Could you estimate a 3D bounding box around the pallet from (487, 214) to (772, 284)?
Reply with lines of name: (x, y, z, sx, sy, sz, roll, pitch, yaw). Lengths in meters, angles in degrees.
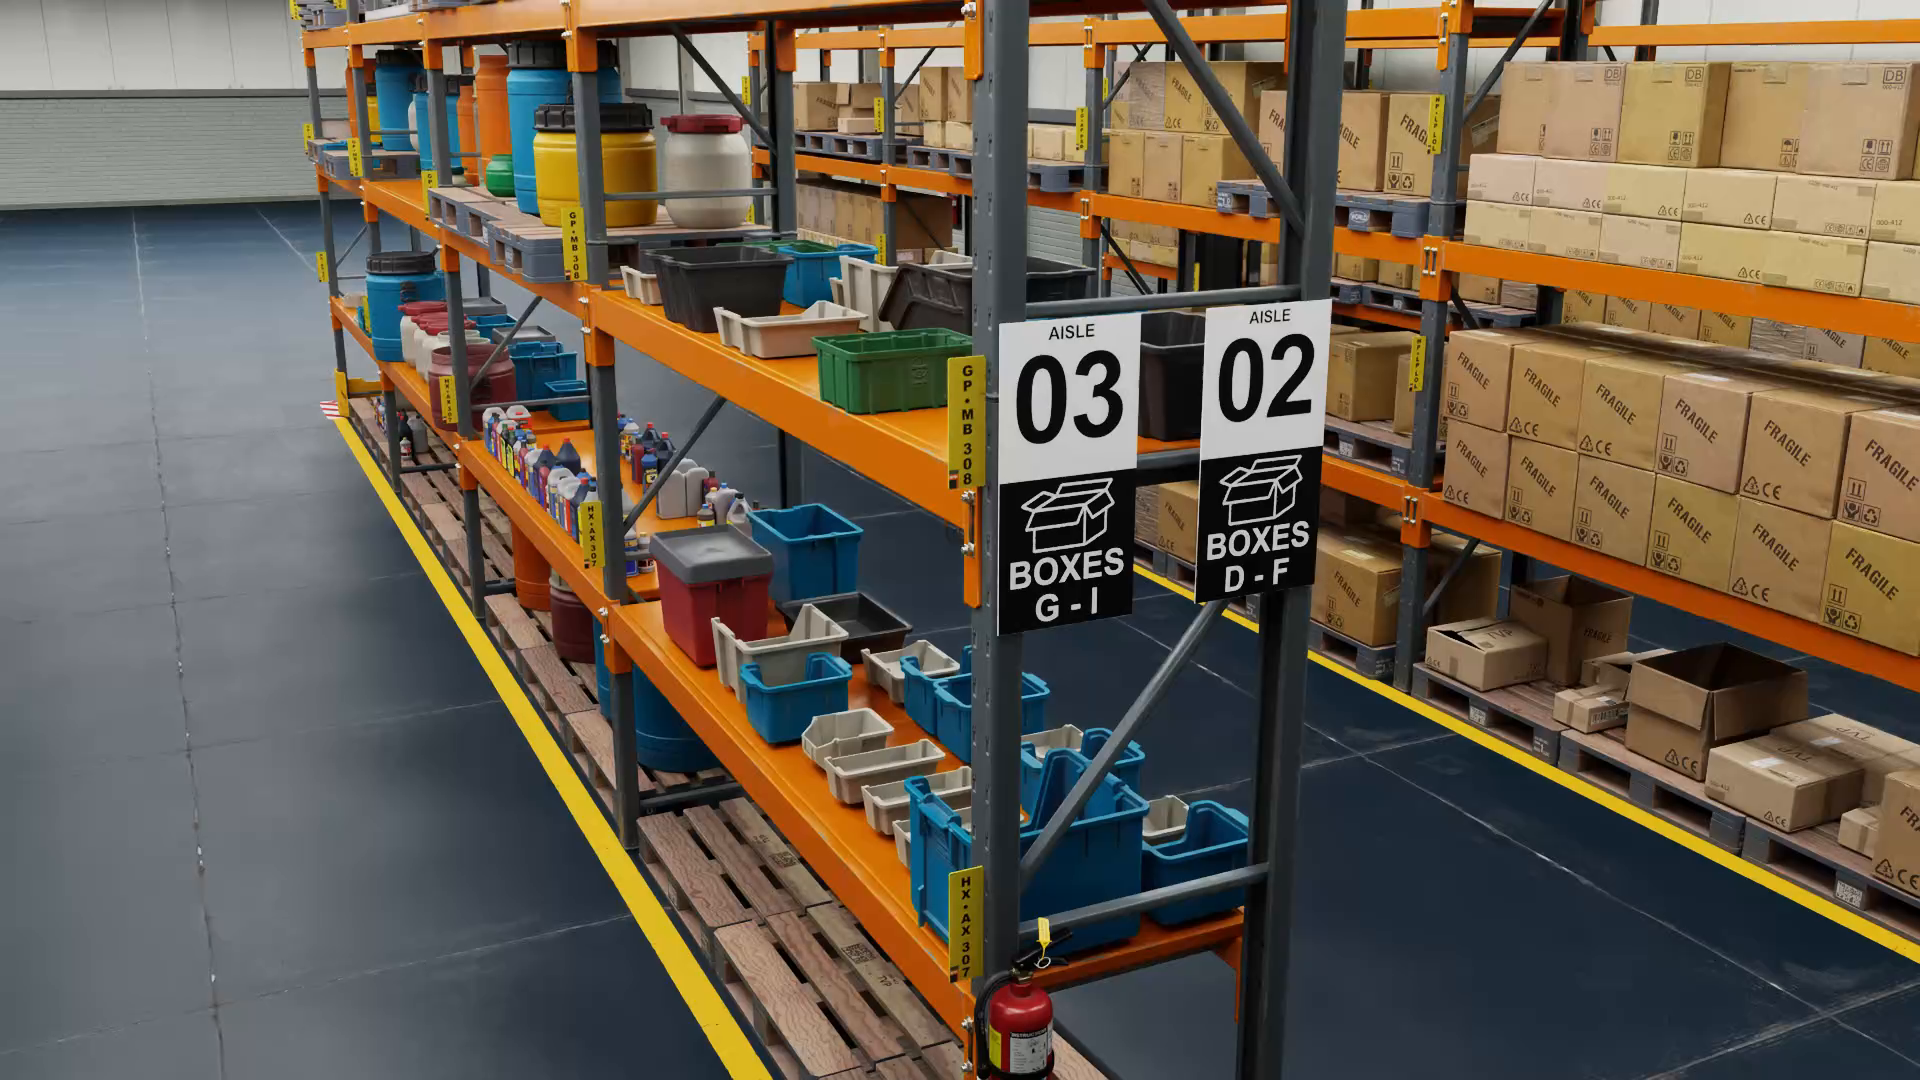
pallet: (-1.680, -1.490, 8.410, 1.213, 0.211, 1.003, -8, 18, -25)

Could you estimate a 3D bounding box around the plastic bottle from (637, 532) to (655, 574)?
plastic bottle: (-1.608, 0.061, 8.462, 0.097, 0.201, 0.097, 0, 16, 0)

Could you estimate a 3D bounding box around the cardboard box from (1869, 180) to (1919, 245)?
cardboard box: (4.285, -1.393, 7.094, 0.500, 0.250, 0.500, -8, 18, -25)

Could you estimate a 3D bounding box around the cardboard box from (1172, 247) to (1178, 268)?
cardboard box: (3.006, -3.528, 20.841, 0.500, 0.250, 0.500, -7, 18, -24)

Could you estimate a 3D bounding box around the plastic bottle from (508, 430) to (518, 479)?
plastic bottle: (-2.780, -0.535, 10.389, 0.061, 0.283, 0.133, -8, 18, -25)

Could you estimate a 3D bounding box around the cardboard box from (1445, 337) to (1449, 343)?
cardboard box: (5.120, -1.964, 17.531, 0.500, 0.250, 0.500, -8, 18, -25)

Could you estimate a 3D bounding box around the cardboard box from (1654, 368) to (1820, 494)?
cardboard box: (3.838, -0.549, 8.231, 0.500, 0.500, 0.500, -7, 17, -23)

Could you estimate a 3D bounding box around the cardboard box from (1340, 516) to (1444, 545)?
cardboard box: (2.970, 0.156, 11.505, 0.500, 0.500, 0.500, -7, 18, -24)

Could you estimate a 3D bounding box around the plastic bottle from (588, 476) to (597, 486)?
plastic bottle: (-2.047, -0.222, 9.320, 0.097, 0.271, 0.097, 0, 16, 0)

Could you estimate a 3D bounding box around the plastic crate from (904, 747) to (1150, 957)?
plastic crate: (0.190, 0.929, 4.902, 0.616, 0.435, 0.499, -8, 18, -25)

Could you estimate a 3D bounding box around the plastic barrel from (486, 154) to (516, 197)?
plastic barrel: (-2.743, -2.227, 10.155, 0.294, 0.245, 0.294, 0, 16, 0)

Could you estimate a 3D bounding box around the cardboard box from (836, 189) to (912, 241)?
cardboard box: (-0.940, -3.568, 18.213, 0.700, 0.500, 0.500, -8, 18, -25)

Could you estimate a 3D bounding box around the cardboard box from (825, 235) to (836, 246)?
cardboard box: (-1.284, -3.320, 18.524, 0.380, 0.149, 0.250, -7, 17, -23)

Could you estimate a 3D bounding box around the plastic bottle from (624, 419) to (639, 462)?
plastic bottle: (-2.134, -0.653, 10.822, 0.097, 0.271, 0.097, 0, 16, 0)

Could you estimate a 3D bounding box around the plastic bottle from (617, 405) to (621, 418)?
plastic bottle: (-2.339, -0.786, 11.264, 0.061, 0.283, 0.133, -8, 18, -25)

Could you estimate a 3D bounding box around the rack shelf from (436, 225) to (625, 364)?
rack shelf: (-2.124, -1.548, 9.575, 1.077, 0.370, 4.000, -8, 18, -25)

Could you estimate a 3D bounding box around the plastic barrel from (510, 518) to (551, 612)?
plastic barrel: (-2.771, 0.012, 11.443, 0.600, 0.830, 0.708, -8, 18, -25)

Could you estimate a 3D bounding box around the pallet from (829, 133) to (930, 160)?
pallet: (-0.696, -4.145, 17.481, 1.003, 0.211, 1.213, -8, 18, -25)

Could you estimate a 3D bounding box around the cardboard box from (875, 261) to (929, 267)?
cardboard box: (-0.499, -2.695, 17.523, 0.700, 0.500, 0.500, -8, 18, -26)

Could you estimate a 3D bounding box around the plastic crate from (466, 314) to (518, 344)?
plastic crate: (-3.990, -1.697, 14.254, 0.392, 0.384, 0.575, -8, 18, -25)

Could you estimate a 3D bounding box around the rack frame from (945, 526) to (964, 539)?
rack frame: (-0.030, -0.522, 13.665, 0.200, 1.050, 0.008, -8, 18, -25)

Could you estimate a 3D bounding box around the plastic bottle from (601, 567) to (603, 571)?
plastic bottle: (-1.787, 0.055, 8.482, 0.097, 0.201, 0.097, 0, 16, 0)

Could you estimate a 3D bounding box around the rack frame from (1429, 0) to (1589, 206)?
rack frame: (3.206, -3.438, 9.416, 1.000, 3.000, 0.127, -8, 18, -25)

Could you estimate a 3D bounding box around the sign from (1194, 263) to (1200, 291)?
sign: (1.937, -2.132, 13.788, 0.100, 0.325, 0.005, -8, 18, -25)

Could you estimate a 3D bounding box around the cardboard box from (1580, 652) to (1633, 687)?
cardboard box: (3.929, 0.797, 9.905, 0.380, 0.149, 0.250, -8, 18, -25)

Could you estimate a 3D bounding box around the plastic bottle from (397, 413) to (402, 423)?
plastic bottle: (-5.378, -1.051, 15.979, 0.144, 0.351, 0.185, -9, 18, -28)

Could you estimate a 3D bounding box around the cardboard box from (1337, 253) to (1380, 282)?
cardboard box: (4.583, -3.127, 18.231, 0.700, 0.500, 0.500, -6, 17, -19)

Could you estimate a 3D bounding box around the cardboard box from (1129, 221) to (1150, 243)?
cardboard box: (2.547, -4.149, 21.646, 0.500, 0.500, 0.500, -8, 18, -25)

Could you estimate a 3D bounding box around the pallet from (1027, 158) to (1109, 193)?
pallet: (1.076, -3.054, 13.861, 1.213, 0.211, 1.003, -7, 17, -22)

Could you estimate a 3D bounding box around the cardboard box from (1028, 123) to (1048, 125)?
cardboard box: (0.484, -3.628, 15.027, 0.500, 0.250, 0.500, -9, 18, -30)

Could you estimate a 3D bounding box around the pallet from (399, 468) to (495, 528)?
pallet: (-4.374, -0.410, 14.796, 1.003, 0.211, 1.213, -8, 18, -25)

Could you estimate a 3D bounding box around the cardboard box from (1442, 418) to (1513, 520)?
cardboard box: (3.184, -0.443, 9.675, 0.500, 0.500, 0.500, -7, 17, -23)

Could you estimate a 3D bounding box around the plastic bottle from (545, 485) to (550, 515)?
plastic bottle: (-2.328, -0.252, 9.550, 0.097, 0.201, 0.097, 0, 16, 0)

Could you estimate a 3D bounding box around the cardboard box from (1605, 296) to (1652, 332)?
cardboard box: (6.109, -2.064, 14.748, 0.500, 0.500, 0.500, -7, 17, -23)

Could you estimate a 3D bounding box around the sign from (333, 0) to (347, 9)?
sign: (-5.252, -4.660, 14.053, 0.100, 0.325, 0.005, -8, 18, -25)

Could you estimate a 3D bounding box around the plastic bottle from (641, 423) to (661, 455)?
plastic bottle: (-1.907, -0.548, 10.312, 0.144, 0.351, 0.185, -8, 18, -25)

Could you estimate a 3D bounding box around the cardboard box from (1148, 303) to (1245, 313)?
cardboard box: (1.831, -1.653, 13.132, 0.500, 0.500, 0.700, 15, 22, 42)

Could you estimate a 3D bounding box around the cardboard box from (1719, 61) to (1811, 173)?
cardboard box: (4.125, -2.039, 7.985, 0.700, 0.500, 0.500, -8, 18, -25)

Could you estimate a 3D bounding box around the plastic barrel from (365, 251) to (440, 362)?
plastic barrel: (-4.856, -2.049, 14.543, 0.600, 0.901, 0.708, -8, 18, -25)

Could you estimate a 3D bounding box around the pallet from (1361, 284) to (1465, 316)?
pallet: (5.001, -2.539, 17.509, 1.003, 0.211, 1.213, -8, 18, -25)

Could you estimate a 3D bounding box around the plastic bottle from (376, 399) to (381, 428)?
plastic bottle: (-5.908, -1.292, 16.943, 0.061, 0.283, 0.133, -7, 18, -24)

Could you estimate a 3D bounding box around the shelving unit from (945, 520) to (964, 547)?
shelving unit: (0.023, -0.491, 13.560, 0.215, 1.050, 0.252, -8, 18, -25)

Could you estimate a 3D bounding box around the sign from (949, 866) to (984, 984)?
sign: (0.017, 1.027, 4.437, 0.100, 0.325, 0.005, -8, 18, -25)

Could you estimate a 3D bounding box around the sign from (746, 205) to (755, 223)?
sign: (-2.553, -3.918, 20.254, 0.100, 0.325, 0.005, -8, 18, -25)

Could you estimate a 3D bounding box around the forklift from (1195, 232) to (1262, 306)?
forklift: (2.903, -2.117, 15.815, 3.031, 2.935, 1.130, -1, 16, -3)

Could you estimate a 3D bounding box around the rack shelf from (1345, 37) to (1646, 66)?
rack shelf: (5.029, -4.987, 16.844, 1.077, 0.370, 4.000, -8, 18, -25)

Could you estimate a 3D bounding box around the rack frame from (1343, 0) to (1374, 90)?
rack frame: (4.153, -6.021, 18.418, 1.000, 3.000, 0.127, -8, 18, -25)

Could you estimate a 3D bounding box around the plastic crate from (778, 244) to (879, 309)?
plastic crate: (-0.562, -1.131, 7.118, 0.416, 0.233, 0.300, -8, 18, -25)

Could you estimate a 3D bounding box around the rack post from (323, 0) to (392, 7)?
rack post: (-5.628, -5.303, 16.052, 0.937, 0.300, 0.954, -8, 18, -26)

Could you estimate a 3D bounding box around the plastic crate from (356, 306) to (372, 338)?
plastic crate: (-5.482, -2.110, 15.936, 0.499, 0.251, 0.616, -8, 18, -25)

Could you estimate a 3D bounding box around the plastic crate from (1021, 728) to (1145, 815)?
plastic crate: (0.403, 0.823, 5.641, 0.416, 0.233, 0.300, -8, 18, -25)

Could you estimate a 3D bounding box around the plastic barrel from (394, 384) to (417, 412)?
plastic barrel: (-5.929, -1.660, 17.845, 0.421, 0.512, 0.421, 0, 16, 0)

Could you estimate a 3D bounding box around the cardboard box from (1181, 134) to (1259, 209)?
cardboard box: (2.126, -2.676, 12.020, 0.910, 0.500, 0.500, -8, 18, -25)

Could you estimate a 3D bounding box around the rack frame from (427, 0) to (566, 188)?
rack frame: (-3.001, -3.832, 10.790, 1.000, 3.000, 0.127, -8, 18, -25)

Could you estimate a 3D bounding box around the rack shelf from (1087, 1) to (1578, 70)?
rack shelf: (2.330, -3.396, 11.299, 1.077, 0.370, 4.000, -8, 18, -25)
